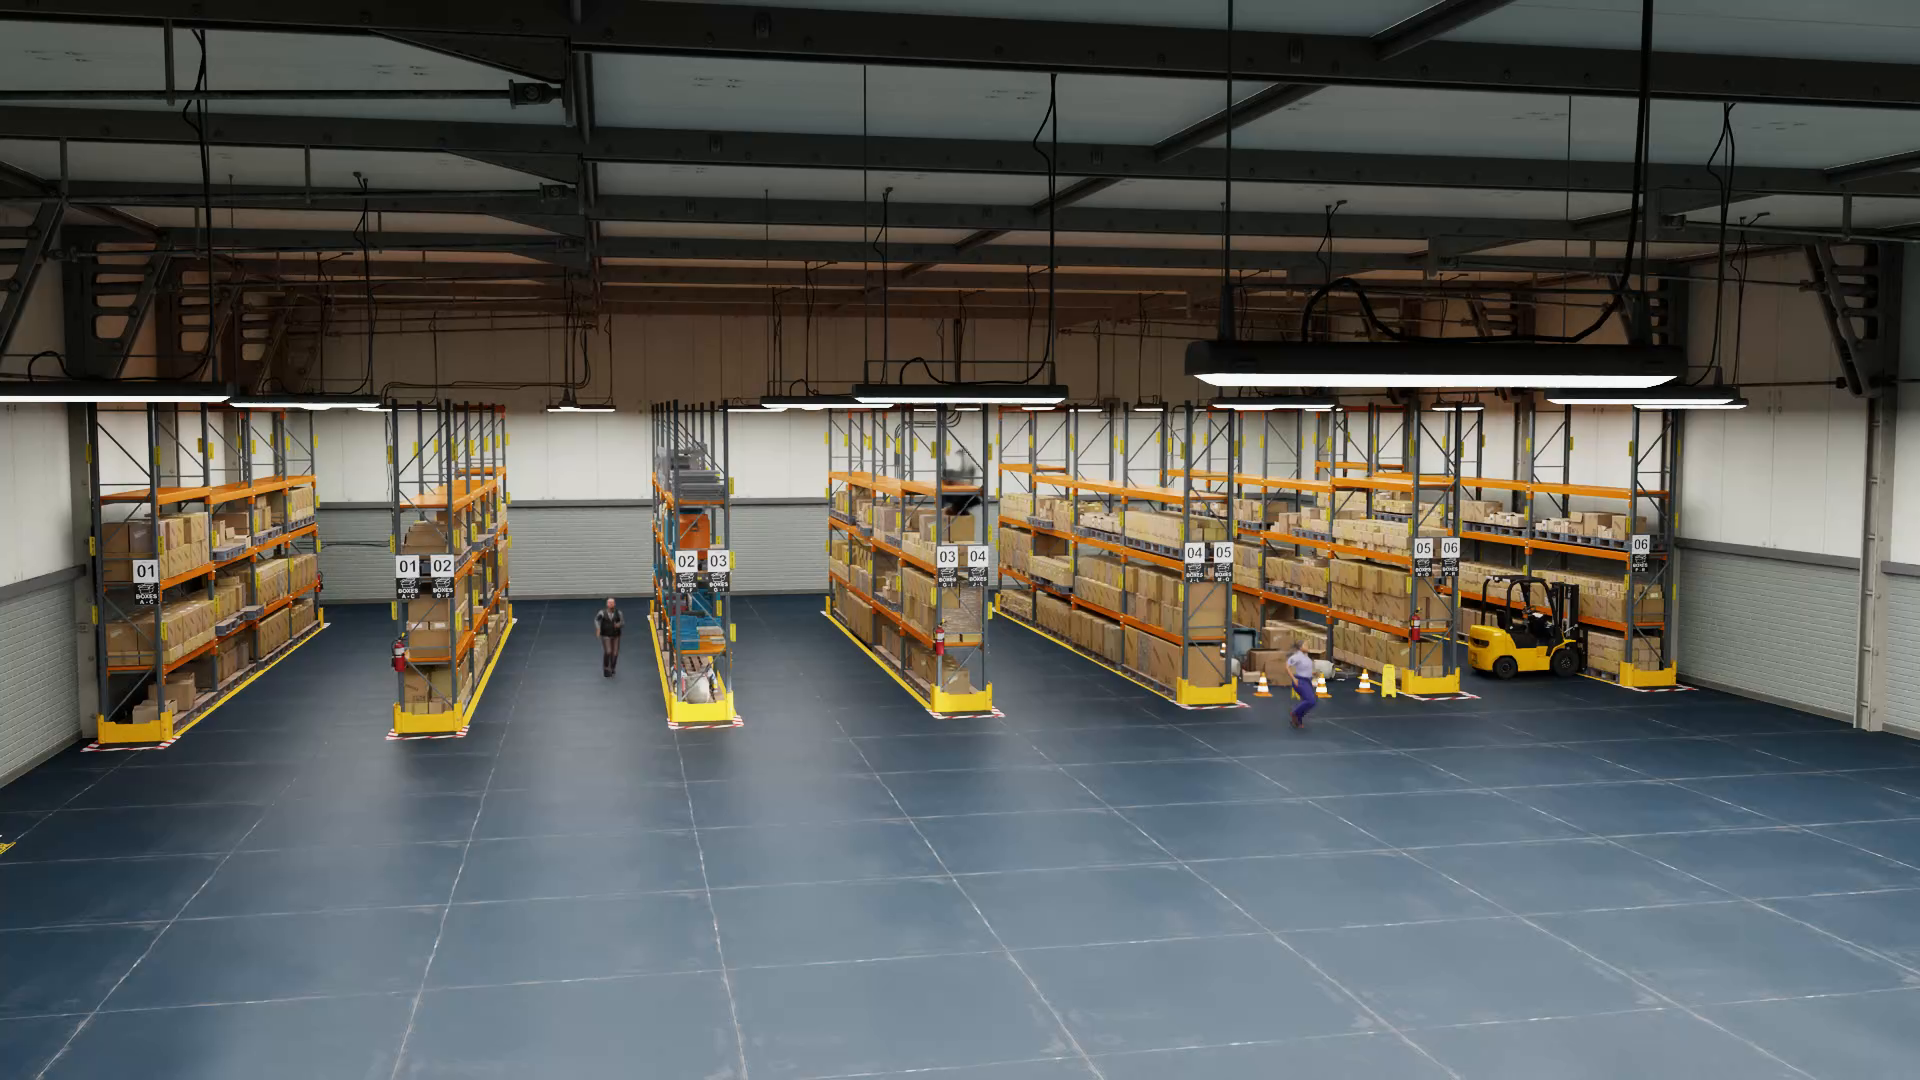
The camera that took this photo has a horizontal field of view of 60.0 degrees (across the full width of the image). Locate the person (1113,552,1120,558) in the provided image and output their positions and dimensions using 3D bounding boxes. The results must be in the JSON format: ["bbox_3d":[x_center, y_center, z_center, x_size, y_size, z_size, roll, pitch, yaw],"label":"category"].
[{"bbox_3d":[4.660,1.042,50.744,0.604,1.719,0.709,-1,4,-15],"label":"person"}]

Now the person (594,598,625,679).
[{"bbox_3d":[-7.600,2.140,36.201,0.625,1.741,0.716,-2,5,-24],"label":"person"}]

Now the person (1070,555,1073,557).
[{"bbox_3d":[3.227,1.080,50.266,0.921,1.647,0.567,-1,4,-14],"label":"person"}]

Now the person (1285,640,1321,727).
[{"bbox_3d":[6.291,2.629,30.347,0.578,1.609,0.597,3,5,35],"label":"person"}]
